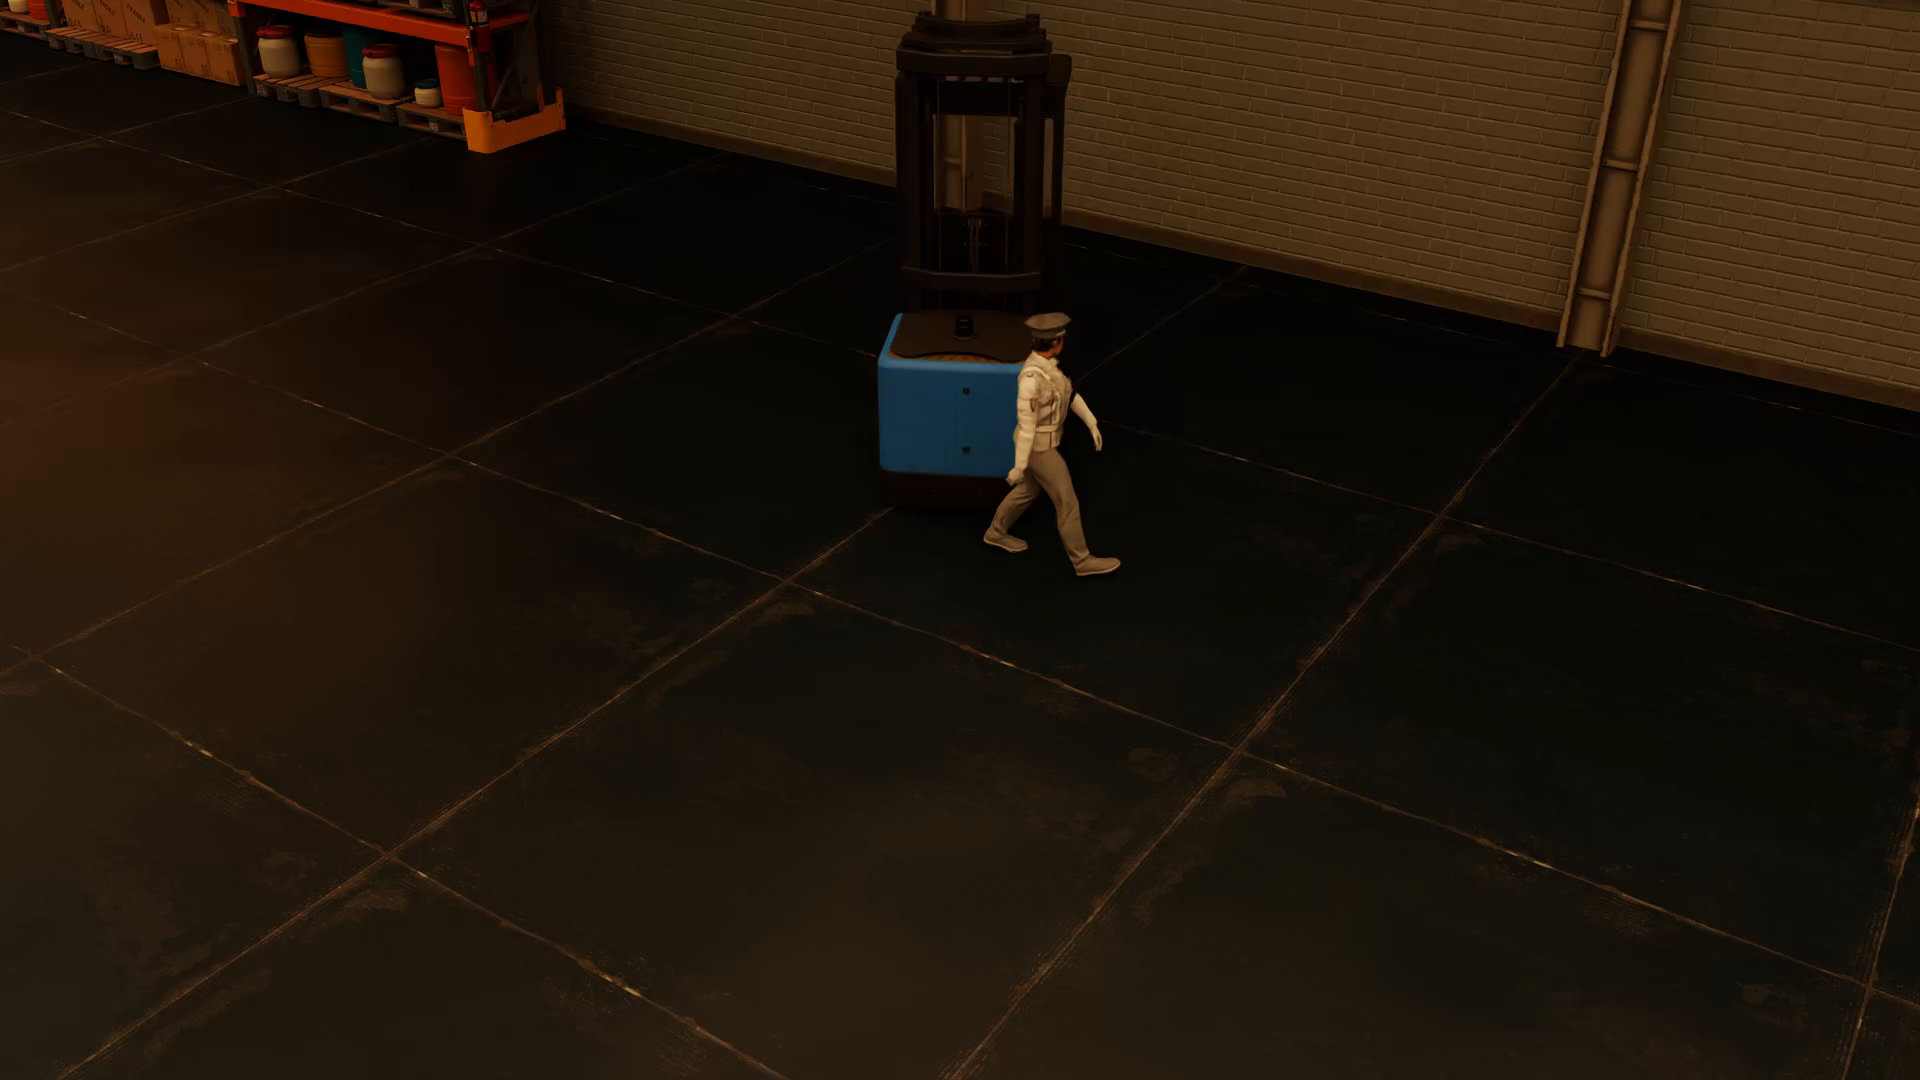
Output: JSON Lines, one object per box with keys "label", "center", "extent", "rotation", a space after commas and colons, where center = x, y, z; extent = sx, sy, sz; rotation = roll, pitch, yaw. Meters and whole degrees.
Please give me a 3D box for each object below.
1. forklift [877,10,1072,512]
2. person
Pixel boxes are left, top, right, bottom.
{"label": "forklift", "center": [0.157, -2.162, 11.305], "extent": [1.130, 2.935, 3.031], "rotation": [3, 30, 6]}
{"label": "person", "center": [0.552, -0.544, 9.849], "extent": [0.893, 1.601, 0.605], "rotation": [6, 31, 10]}
